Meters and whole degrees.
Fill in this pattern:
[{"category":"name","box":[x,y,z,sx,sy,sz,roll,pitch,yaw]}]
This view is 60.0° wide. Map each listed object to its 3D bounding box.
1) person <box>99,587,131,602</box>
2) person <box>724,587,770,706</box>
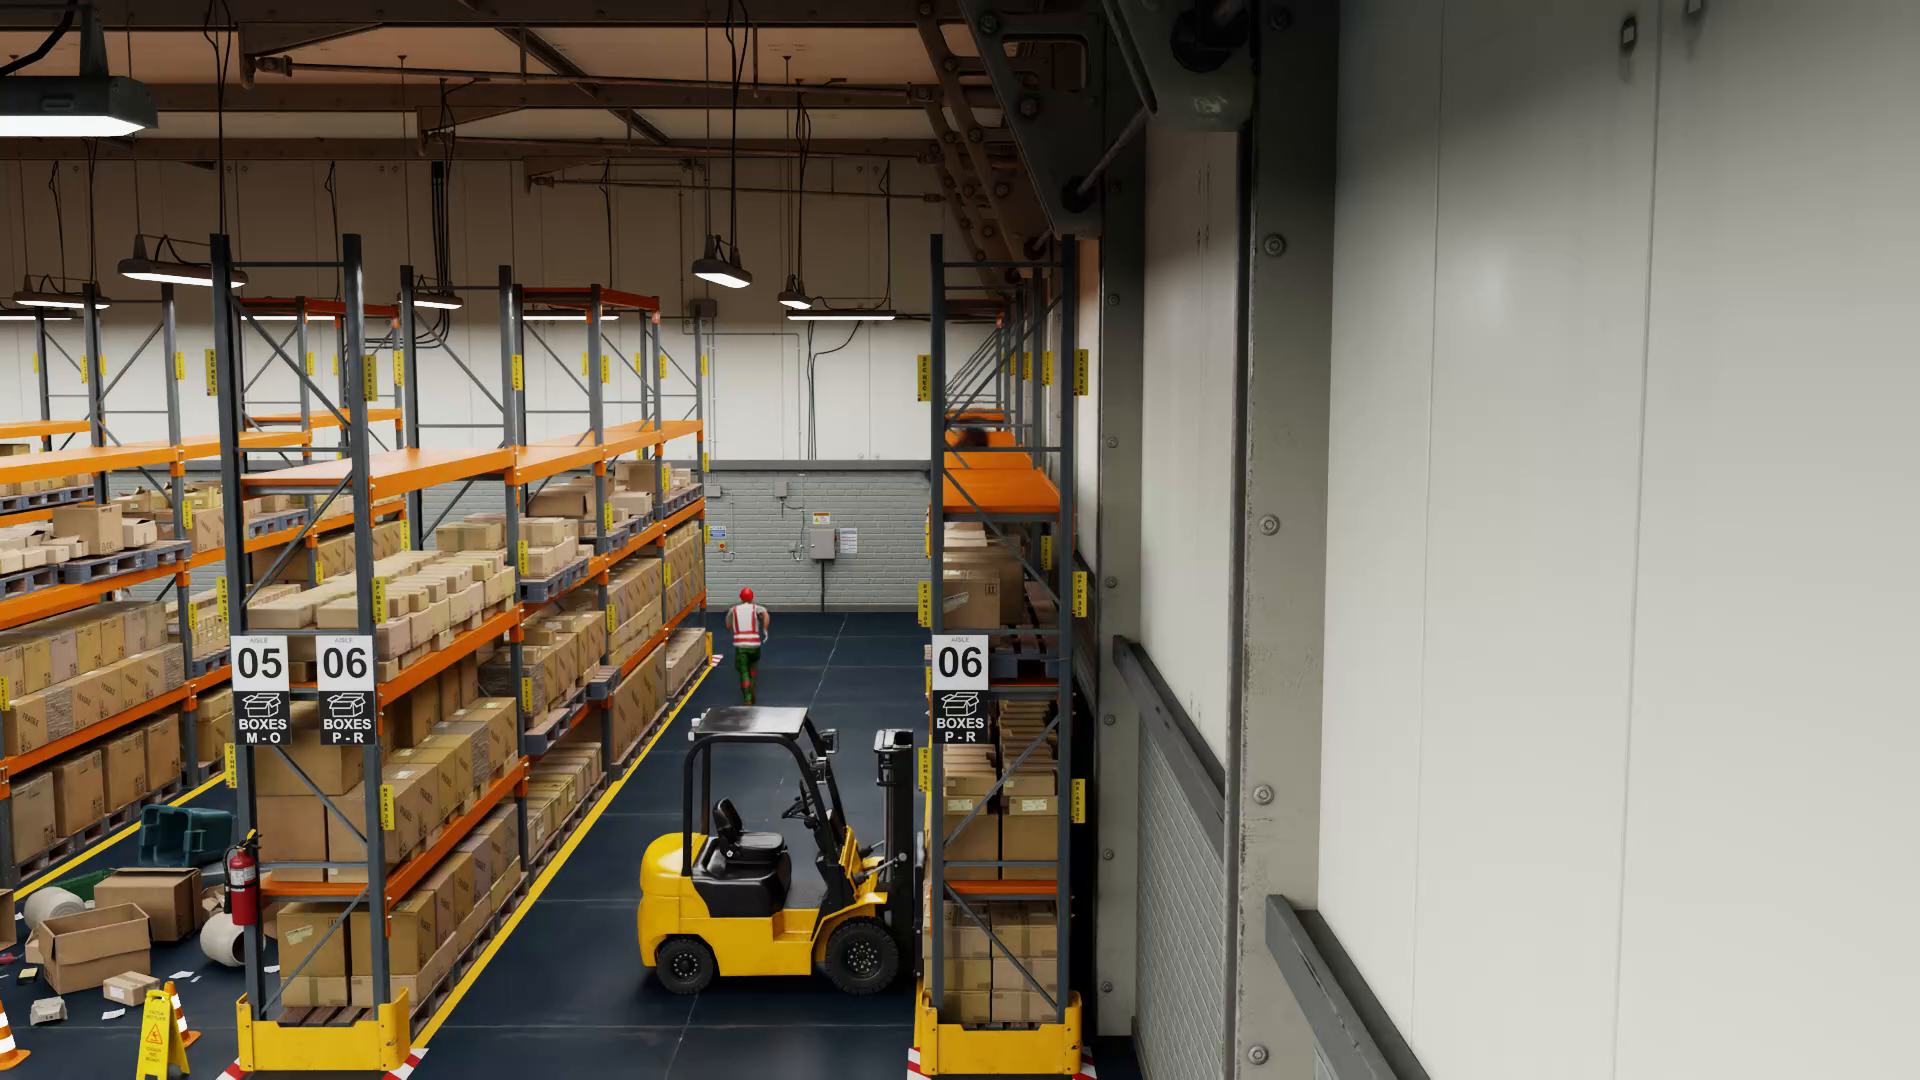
[{"category":"person","box":[-14.940,1.101,29.192,0.628,1.711,0.719,2,7,14]},{"category":"person","box":[-3.129,1.596,24.464,0.646,1.758,0.939,-1,6,-11]}]
